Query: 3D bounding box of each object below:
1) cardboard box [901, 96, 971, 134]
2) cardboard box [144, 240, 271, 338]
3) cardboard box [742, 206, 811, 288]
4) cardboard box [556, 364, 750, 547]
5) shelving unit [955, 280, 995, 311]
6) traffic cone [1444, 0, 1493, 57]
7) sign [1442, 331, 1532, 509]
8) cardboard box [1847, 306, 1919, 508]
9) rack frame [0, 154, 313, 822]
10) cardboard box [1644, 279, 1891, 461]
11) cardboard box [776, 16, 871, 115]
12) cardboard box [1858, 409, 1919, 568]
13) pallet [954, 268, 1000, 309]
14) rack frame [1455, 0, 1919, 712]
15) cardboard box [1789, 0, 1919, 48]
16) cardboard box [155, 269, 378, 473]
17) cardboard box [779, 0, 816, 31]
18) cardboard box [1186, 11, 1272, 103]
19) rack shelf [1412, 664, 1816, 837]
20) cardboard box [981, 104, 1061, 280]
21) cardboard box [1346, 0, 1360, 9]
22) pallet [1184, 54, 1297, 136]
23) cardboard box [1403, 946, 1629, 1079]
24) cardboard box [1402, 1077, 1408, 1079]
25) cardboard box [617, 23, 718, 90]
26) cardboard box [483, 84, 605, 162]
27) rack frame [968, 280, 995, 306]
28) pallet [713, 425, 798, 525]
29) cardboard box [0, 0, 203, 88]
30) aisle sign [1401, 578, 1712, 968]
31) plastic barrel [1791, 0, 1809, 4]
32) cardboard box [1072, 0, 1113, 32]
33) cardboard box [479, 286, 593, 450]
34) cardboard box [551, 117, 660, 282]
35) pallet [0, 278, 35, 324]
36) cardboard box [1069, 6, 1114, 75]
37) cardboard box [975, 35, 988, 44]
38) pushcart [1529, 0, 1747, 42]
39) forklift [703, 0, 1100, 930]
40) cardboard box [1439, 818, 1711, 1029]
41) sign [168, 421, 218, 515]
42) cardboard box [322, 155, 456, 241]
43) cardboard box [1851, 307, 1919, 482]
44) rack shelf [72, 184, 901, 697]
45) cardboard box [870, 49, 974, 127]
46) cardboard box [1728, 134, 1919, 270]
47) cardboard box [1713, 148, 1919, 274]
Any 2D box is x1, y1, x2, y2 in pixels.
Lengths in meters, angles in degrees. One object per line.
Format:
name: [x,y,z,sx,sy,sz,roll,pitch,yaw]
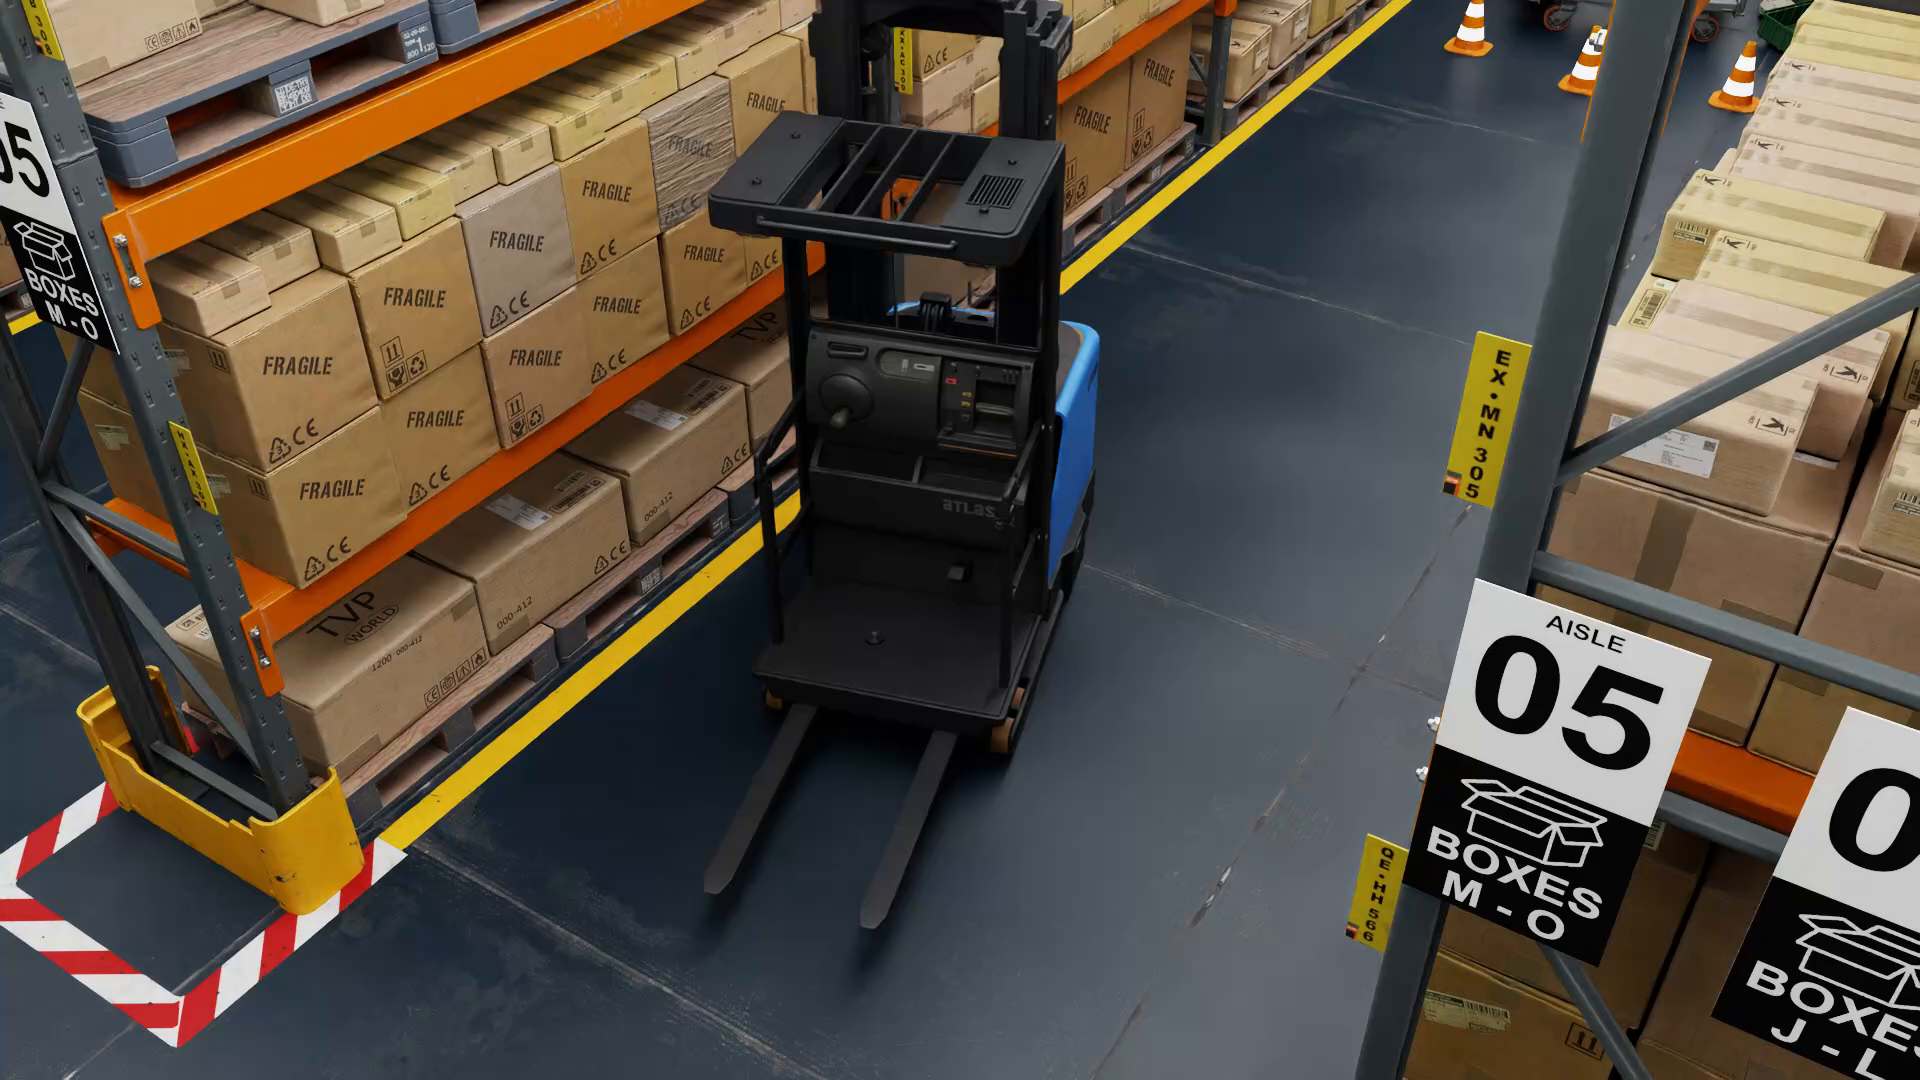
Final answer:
cardboard box: [-0.283,-2.177,8.680,0.500,0.250,0.500,20,42,24]
cardboard box: [-2.461,-0.819,5.363,0.380,0.149,0.250,22,43,26]
cardboard box: [-1.045,-1.546,7.656,0.500,0.500,0.500,20,42,24]
cardboard box: [-1.648,-0.497,8.133,0.875,0.438,0.875,20,42,24]
shelving unit: [0.105,-0.766,8.323,0.215,1.050,0.252,10,39,12]
traffic cone: [4.062,-4.118,13.153,0.336,0.463,0.334,21,42,25]
sign: [0.891,-0.198,2.807,0.100,0.325,0.005,21,42,25]
cardboard box: [2.083,-0.204,3.254,0.500,0.250,0.500,21,42,25]
rack frame: [-2.885,-0.034,5.777,1.000,3.000,0.127,21,42,25]
cardboard box: [1.476,-0.321,3.079,0.380,0.149,0.250,22,43,26]
cardboard box: [-0.761,-2.198,7.683,0.500,0.500,0.500,21,42,25]
cardboard box: [1.715,-0.044,2.720,0.380,0.149,0.250,21,42,25]
pallet: [-0.392,-1.414,9.851,1.003,0.211,1.213,21,42,25]
rack frame: [1.349,-0.843,1.912,1.000,3.000,0.127,21,42,25]
cardboard box: [2.387,-1.281,4.324,0.380,0.149,0.250,23,43,27]
cardboard box: [-2.387,-0.624,5.641,0.500,0.500,0.500,20,42,24]
cardboard box: [-0.871,-2.425,7.447,0.380,0.149,0.250,22,43,26]
cardboard box: [1.713,-3.572,12.174,0.950,0.372,0.625,18,41,22]
rack shelf: [2.421,-0.401,4.385,1.077,0.370,4.000,21,42,25]
cardboard box: [0.000,-2.235,10.028,0.875,0.875,0.875,22,43,26]
cardboard box: [2.883,-4.703,13.642,0.950,0.372,0.625,24,44,28]
pallet: [1.821,-3.456,12.500,1.003,0.211,1.213,21,42,25]
cardboard box: [1.373,1.060,4.032,0.500,0.500,0.500,22,43,26]
cardboard box: [1.285,1.372,4.159,0.380,0.149,0.250,21,42,25]
cardboard box: [-1.237,-2.023,6.925,0.380,0.149,0.250,21,42,25]
cardboard box: [-1.594,-1.605,6.382,0.380,0.149,0.250,20,42,24]
rack frame: [0.138,-0.838,8.416,0.200,1.050,0.008,10,39,12]
pallet: [-1.215,-0.625,8.828,1.003,0.211,1.213,21,42,25]
cardboard box: [-2.720,-1.630,5.087,0.500,0.250,0.500,17,41,21]
aisle sign: [1.057,0.443,3.029,0.394,0.787,0.004,21,42,25]
plastic barrel: [7.091,-4.720,13.965,0.421,0.421,0.512,-11,39,-14]
cardboard box: [0.550,-3.160,9.545,0.500,0.250,0.500,20,42,24]
cardboard box: [-1.850,-0.753,6.628,0.500,0.500,0.500,21,42,25]
cardboard box: [-1.580,-1.418,6.671,0.500,0.500,0.500,21,42,25]
pallet: [-5.956,-1.628,10.129,1.003,0.211,1.213,21,42,25]
cardboard box: [0.557,-2.958,9.693,0.500,0.250,0.500,20,42,24]
cardboard box: [-0.014,-2.936,8.640,0.500,0.500,0.500,21,42,25]
pushcart: [5.496,-4.462,13.668,1.648,0.377,0.936,8,38,10]
forklift: [-0.222,-0.523,6.467,1.130,2.935,3.031,10,39,12]
cardboard box: [1.384,0.662,3.729,0.500,0.500,0.500,20,42,24]
sign: [-2.419,-0.224,5.249,0.100,0.325,0.005,21,42,25]
cardboard box: [-2.019,-1.216,5.877,0.380,0.149,0.250,20,42,24]
cardboard box: [2.356,-0.283,3.766,0.500,0.250,0.500,20,42,24]
rack shelf: [-1.813,-0.780,7.334,1.077,0.370,4.000,21,42,25]
cardboard box: [-0.268,-2.369,8.520,0.500,0.250,0.500,20,42,24]
cardboard box: [1.868,-0.729,3.608,0.380,0.149,0.250,20,42,24]
cardboard box: [1.931,-0.642,3.821,0.500,0.250,0.500,22,43,26]
